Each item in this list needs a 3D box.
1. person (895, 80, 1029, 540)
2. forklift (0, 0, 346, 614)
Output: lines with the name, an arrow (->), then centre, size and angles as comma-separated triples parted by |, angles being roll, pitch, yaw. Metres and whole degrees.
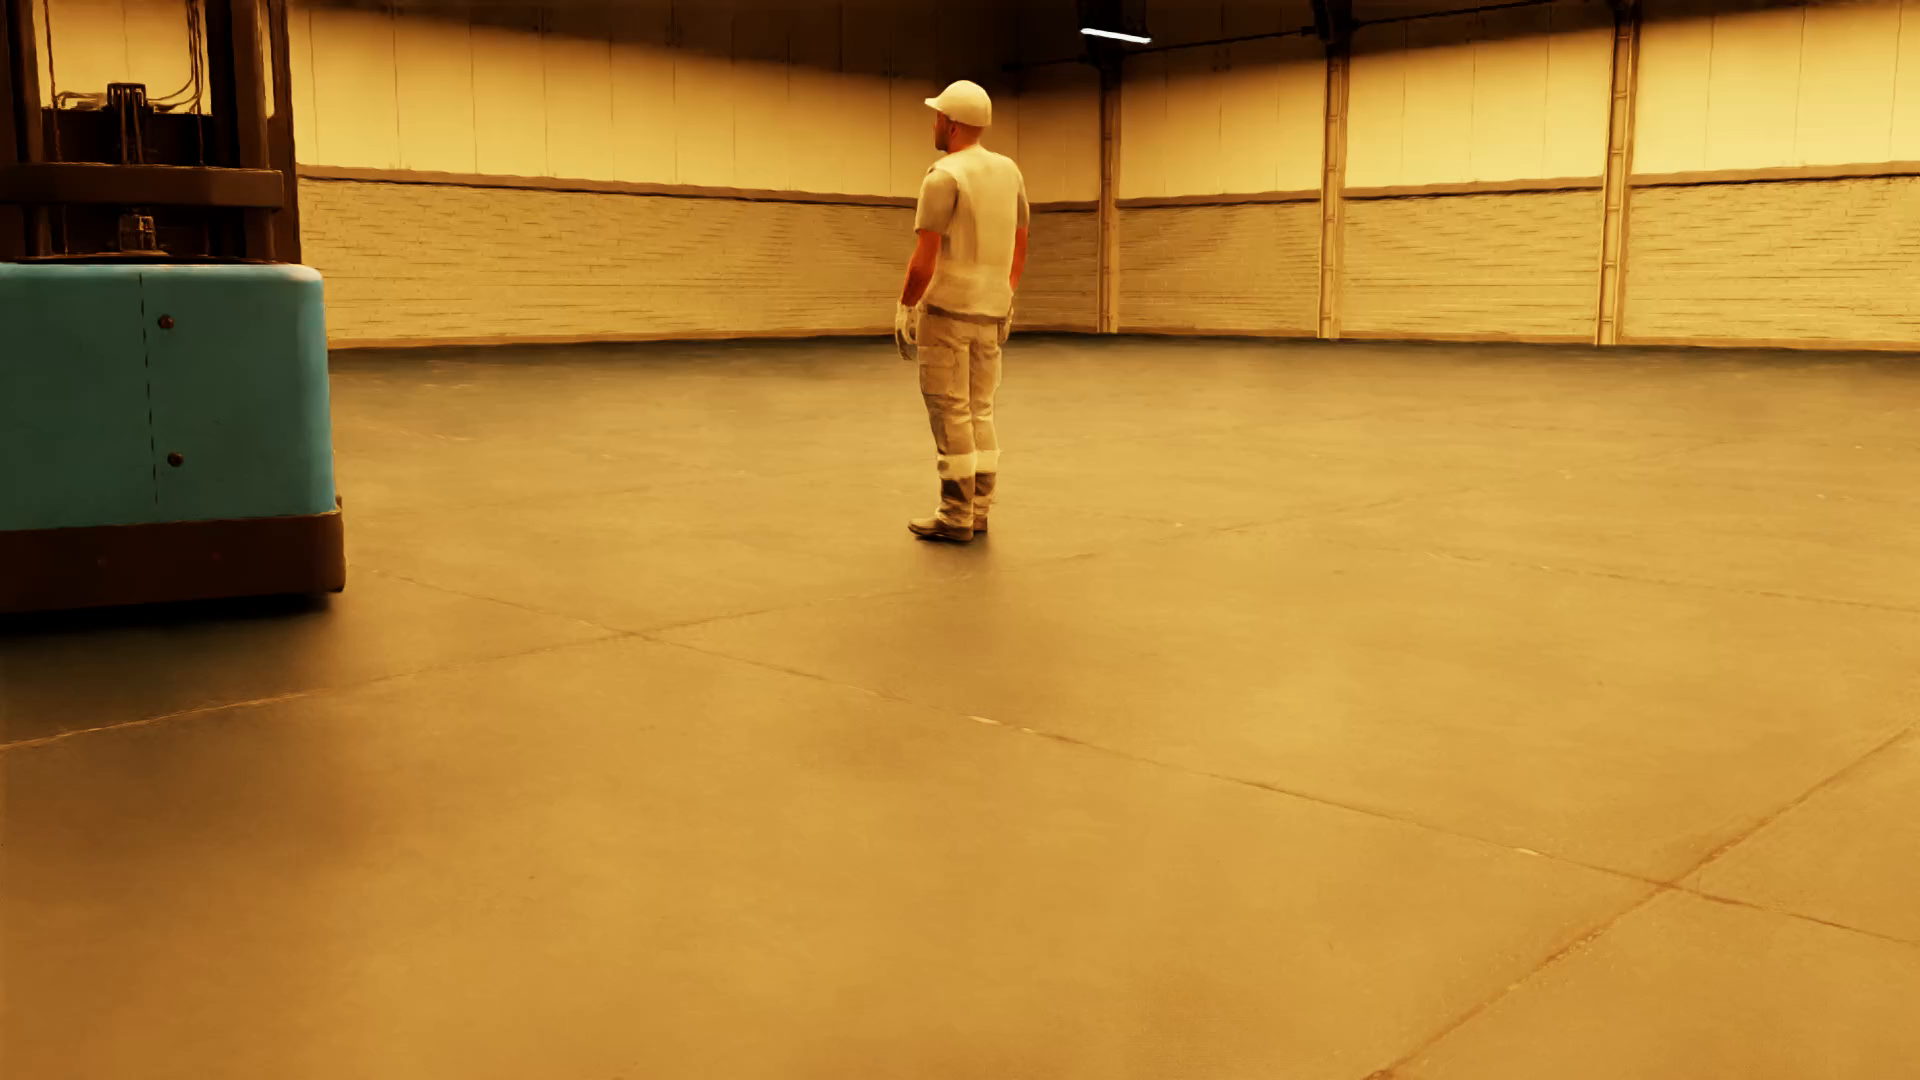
person -> -0.050, -0.901, 6.646 | 0.563, 1.787, 0.637 | 8, 12, 43
forklift -> -3.055, -1.394, 6.132 | 1.130, 2.935, 3.031 | -4, 10, -26
